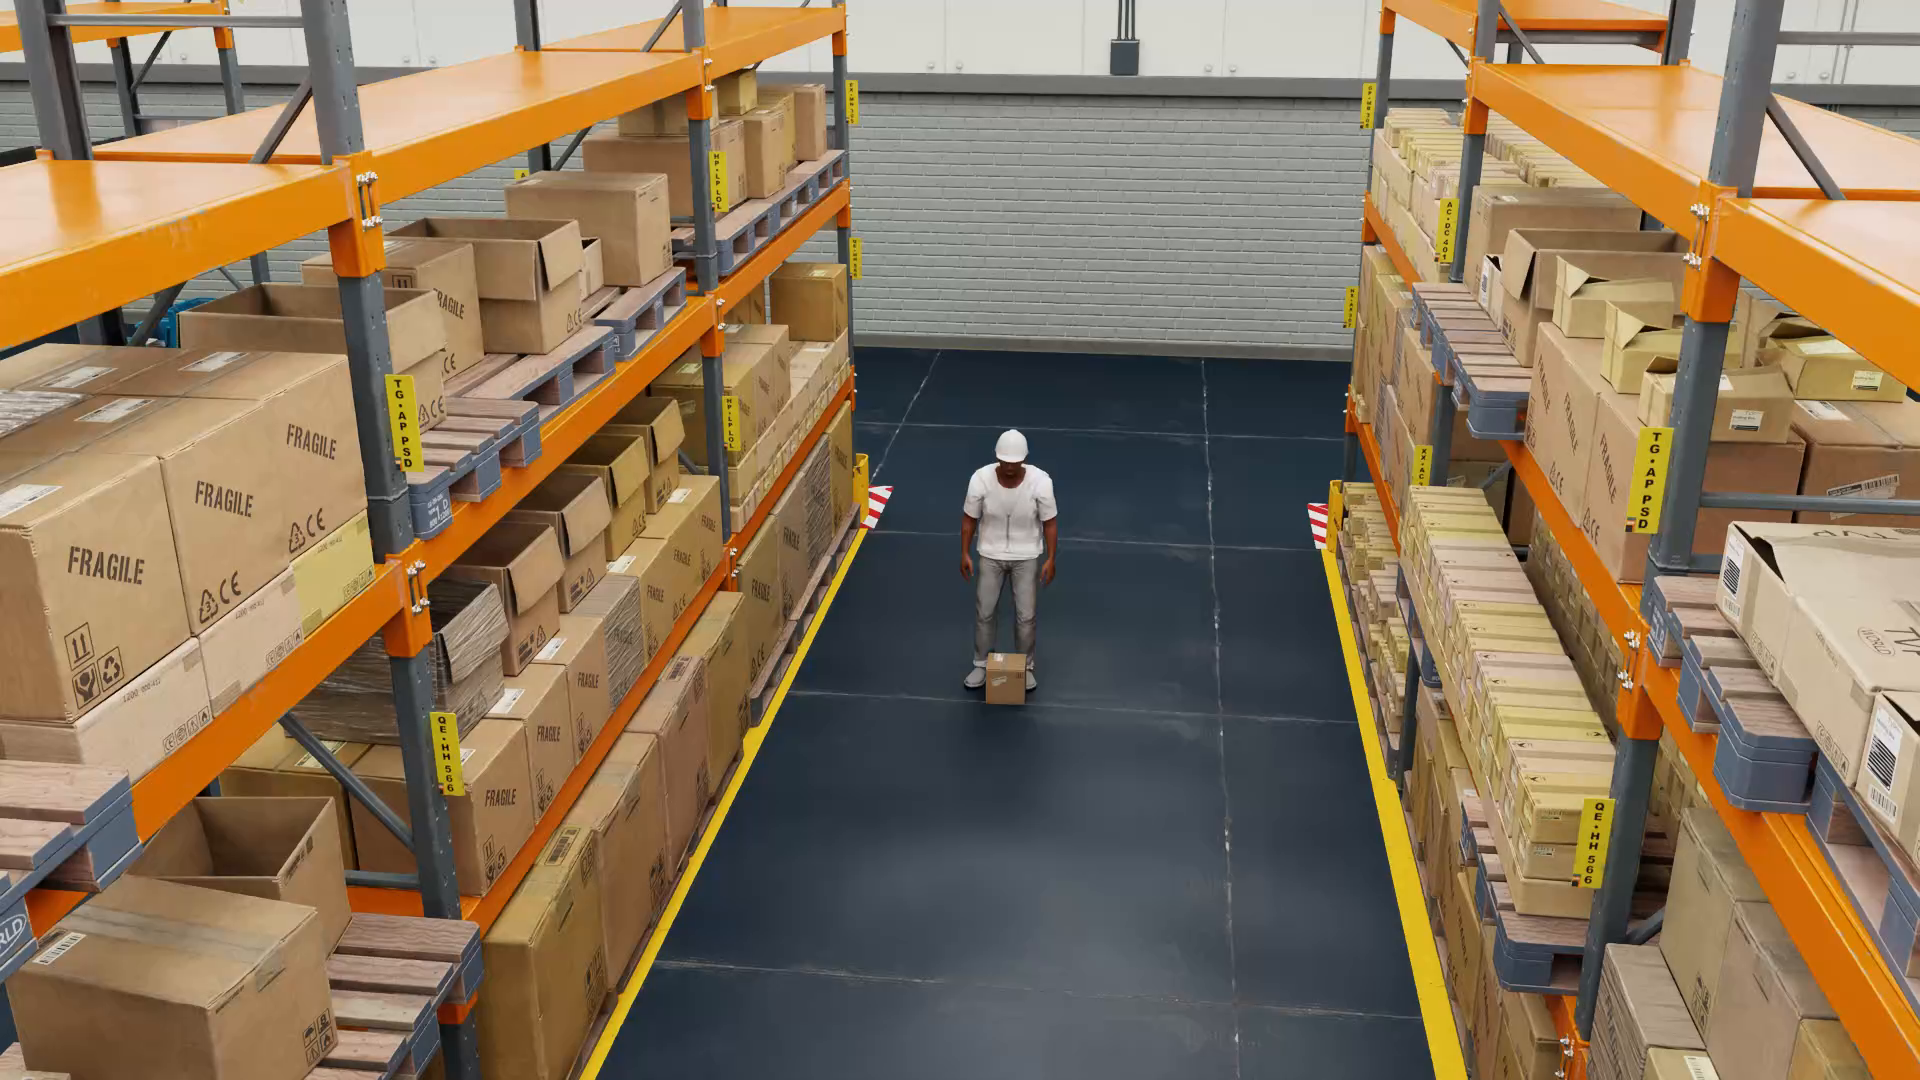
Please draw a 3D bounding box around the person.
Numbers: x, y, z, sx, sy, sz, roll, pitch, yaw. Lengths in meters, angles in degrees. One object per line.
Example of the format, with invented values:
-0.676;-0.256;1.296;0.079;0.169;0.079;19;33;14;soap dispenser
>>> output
0.311;0.117;10.753;0.628;1.761;0.458;3;21;7;person
